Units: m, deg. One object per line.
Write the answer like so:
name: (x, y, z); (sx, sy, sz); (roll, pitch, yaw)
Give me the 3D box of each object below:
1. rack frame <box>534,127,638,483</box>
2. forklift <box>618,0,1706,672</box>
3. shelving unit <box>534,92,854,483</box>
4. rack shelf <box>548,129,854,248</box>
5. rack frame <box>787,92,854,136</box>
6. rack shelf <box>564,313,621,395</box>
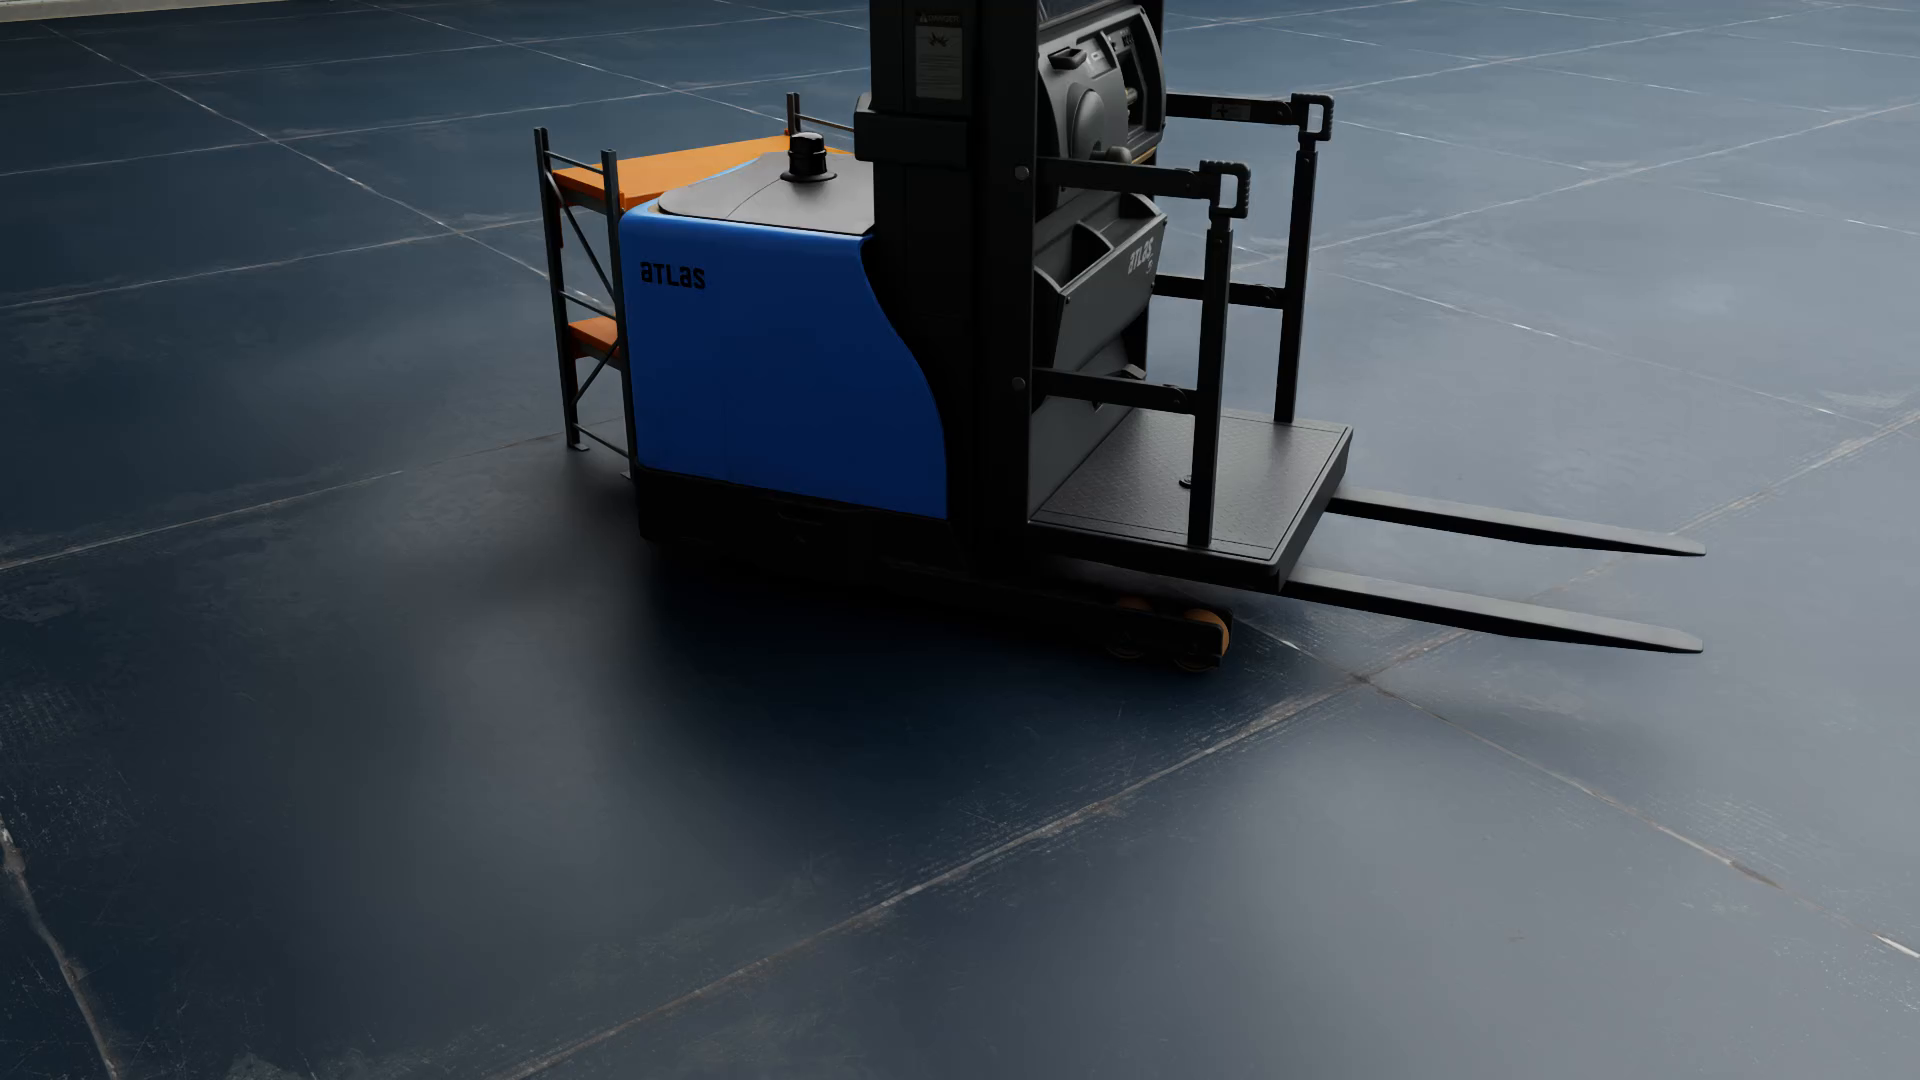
rack frame: (-1.247, -0.784, 5.603); (0.032, 1.125, 0.500); (-19, 31, -36)
forklift: (0.576, -1.227, 4.413); (3.031, 2.935, 1.130); (10, 27, 21)
shelving unit: (-0.857, -0.921, 5.899); (1.048, 1.125, 0.538); (-19, 31, -36)
rack shelf: (-0.857, -1.187, 5.776); (1.000, 0.278, 0.538); (-19, 31, -36)
rack frame: (-0.468, -1.059, 6.195); (0.032, 1.125, 0.500); (-19, 31, -36)
rack shelf: (-0.857, -0.700, 6.002); (1.000, 0.278, 0.538); (-19, 31, -36)
